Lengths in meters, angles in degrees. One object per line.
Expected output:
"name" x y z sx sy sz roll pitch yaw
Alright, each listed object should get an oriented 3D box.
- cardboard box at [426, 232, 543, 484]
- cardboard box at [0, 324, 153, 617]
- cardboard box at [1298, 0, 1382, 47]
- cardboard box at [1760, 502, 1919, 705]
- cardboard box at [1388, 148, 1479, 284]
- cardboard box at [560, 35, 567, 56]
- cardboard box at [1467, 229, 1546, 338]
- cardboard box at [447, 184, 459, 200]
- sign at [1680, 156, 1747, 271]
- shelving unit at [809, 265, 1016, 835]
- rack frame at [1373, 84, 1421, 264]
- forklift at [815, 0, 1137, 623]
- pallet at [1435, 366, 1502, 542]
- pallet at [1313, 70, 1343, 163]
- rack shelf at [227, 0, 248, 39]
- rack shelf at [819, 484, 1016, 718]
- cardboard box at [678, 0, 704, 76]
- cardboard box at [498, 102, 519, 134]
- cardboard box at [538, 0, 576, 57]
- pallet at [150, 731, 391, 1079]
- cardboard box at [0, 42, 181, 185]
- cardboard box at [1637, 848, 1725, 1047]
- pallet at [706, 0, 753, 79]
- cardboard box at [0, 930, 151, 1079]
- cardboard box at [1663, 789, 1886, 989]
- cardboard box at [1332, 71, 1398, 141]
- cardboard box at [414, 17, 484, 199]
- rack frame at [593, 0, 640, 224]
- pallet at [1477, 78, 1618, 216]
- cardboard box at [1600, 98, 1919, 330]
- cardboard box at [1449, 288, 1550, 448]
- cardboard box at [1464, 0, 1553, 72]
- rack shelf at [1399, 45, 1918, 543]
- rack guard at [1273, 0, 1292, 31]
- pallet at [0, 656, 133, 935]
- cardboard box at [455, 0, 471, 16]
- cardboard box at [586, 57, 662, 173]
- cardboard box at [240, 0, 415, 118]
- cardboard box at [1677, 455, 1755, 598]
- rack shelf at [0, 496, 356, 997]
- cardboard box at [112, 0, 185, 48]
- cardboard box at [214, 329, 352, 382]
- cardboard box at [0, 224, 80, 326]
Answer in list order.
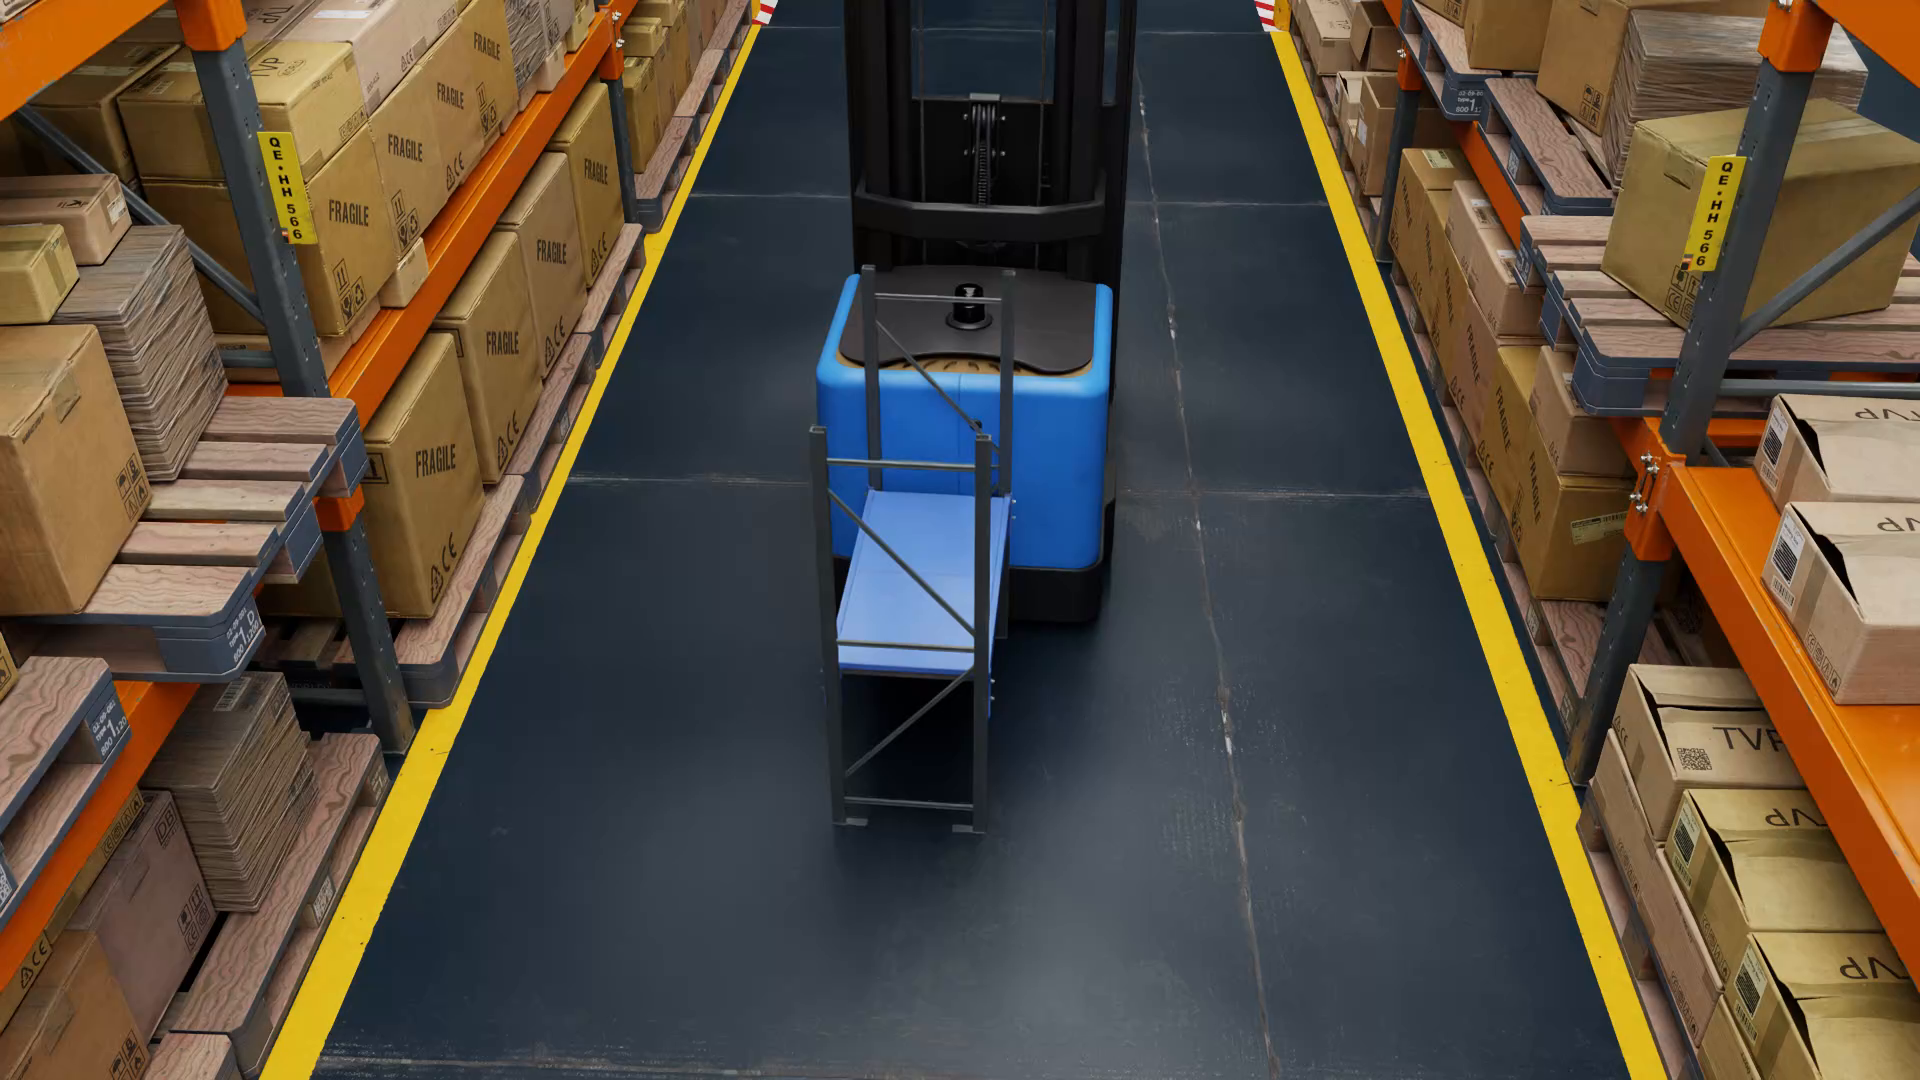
"cardboard box" -2.194 -0.746 6.708 0.750 0.750 0.750 1 35 2
"cardboard box" -2.400 -0.160 3.900 0.700 0.500 0.500 -2 35 -3
"cardboard box" 2.550 -3.477 11.098 0.500 0.250 0.500 1 35 2
"cardboard box" 2.325 0.127 4.039 0.500 0.311 0.500 1 35 1
"cardboard box" 2.452 -1.602 8.213 0.500 0.500 0.500 0 35 0
"cardboard box" -2.008 -2.241 7.531 0.380 0.149 0.250 2 35 3
"cardboard box" 2.392 -1.046 6.769 0.500 0.250 0.500 1 35 1
"cardboard box" -2.127 -1.361 6.278 0.380 0.149 0.250 2 35 3
"sign" 2.011 -0.868 4.438 0.100 0.325 0.005 1 35 2
"shelving unit" -0.117 0.030 5.403 0.538 1.500 1.048 3 35 4
"rack frame" 2.715 -2.717 8.008 1.000 3.000 0.127 1 35 2
"forklift" 0.135 -1.720 6.648 1.130 2.935 3.031 3 35 4
"pallet" 2.674 -0.406 7.144 1.003 0.211 1.213 1 35 2
"pallet" 2.789 -2.674 10.371 1.003 0.211 1.213 1 35 2
"rack shelf" -2.315 -2.613 5.877 1.077 0.370 4.000 1 35 2
"rack shelf" -0.117 0.177 5.506 0.538 0.185 1.000 3 35 4
"cardboard box" -2.042 -3.296 10.640 0.700 0.500 0.500 0 35 0
"cardboard box" -2.061 -1.805 6.911 0.380 0.149 0.250 0 35 1
"cardboard box" -2.012 -2.436 7.244 0.500 0.500 0.500 2 35 2
"pallet" -2.429 1.058 5.061 1.003 0.211 1.213 1 35 2
"cardboard box" -2.637 -1.276 4.941 0.500 0.250 0.500 2 35 3
"cardboard box" 2.220 1.117 4.578 0.500 0.250 0.500 0 35 1
"pallet" -2.028 -3.526 11.583 1.003 0.211 1.213 1 35 2
"cardboard box" -2.501 1.305 4.075 0.700 0.500 0.500 1 35 2
"cardboard box" 2.227 0.901 4.398 0.500 0.311 0.500 1 35 1
"cardboard box" 2.484 -2.562 9.743 0.500 0.311 0.500 1 35 2
"cardboard box" -2.069 -1.561 6.000 0.500 0.500 0.500 1 35 2
"rack frame" -2.235 -2.830 8.168 1.000 3.000 0.127 1 35 2
"pallet" 2.628 -1.458 6.383 1.003 0.211 1.213 1 35 2
"cardboard box" 2.467 -0.996 5.107 0.700 0.500 0.500 -10 36 -14
"cardboard box" 2.393 -0.718 6.955 0.500 0.500 0.500 0 35 0
"cardboard box" 2.508 -2.267 6.914 0.700 0.500 0.500 7 36 9
"rack shelf" 2.634 -1.274 6.580 1.077 0.370 4.000 1 35 2
"rack guard" 2.872 -3.949 11.934 1.175 0.500 0.348 1 35 2
"pallet" -2.434 0.685 3.333 1.003 0.211 1.213 1 35 2
"cardboard box" -2.069 -2.154 6.190 0.500 0.250 0.500 1 35 1
"cardboard box" -2.103 -2.406 9.374 0.700 0.500 0.500 2 35 2
"cardboard box" -2.099 -1.573 5.364 0.500 0.250 0.500 1 35 1
"cardboard box" 2.873 -0.132 6.121 0.500 0.500 0.500 0 35 0
"rack shelf" -2.476 0.912 3.469 1.077 0.370 4.000 1 35 2
"cardboard box" -2.612 -1.573 5.364 0.500 0.250 0.500 0 35 0
"cardboard box" -2.151 -0.621 5.226 0.380 0.149 0.250 1 35 1
"cardboard box" -2.378 -0.634 4.009 0.380 0.149 0.250 -4 35 -6
